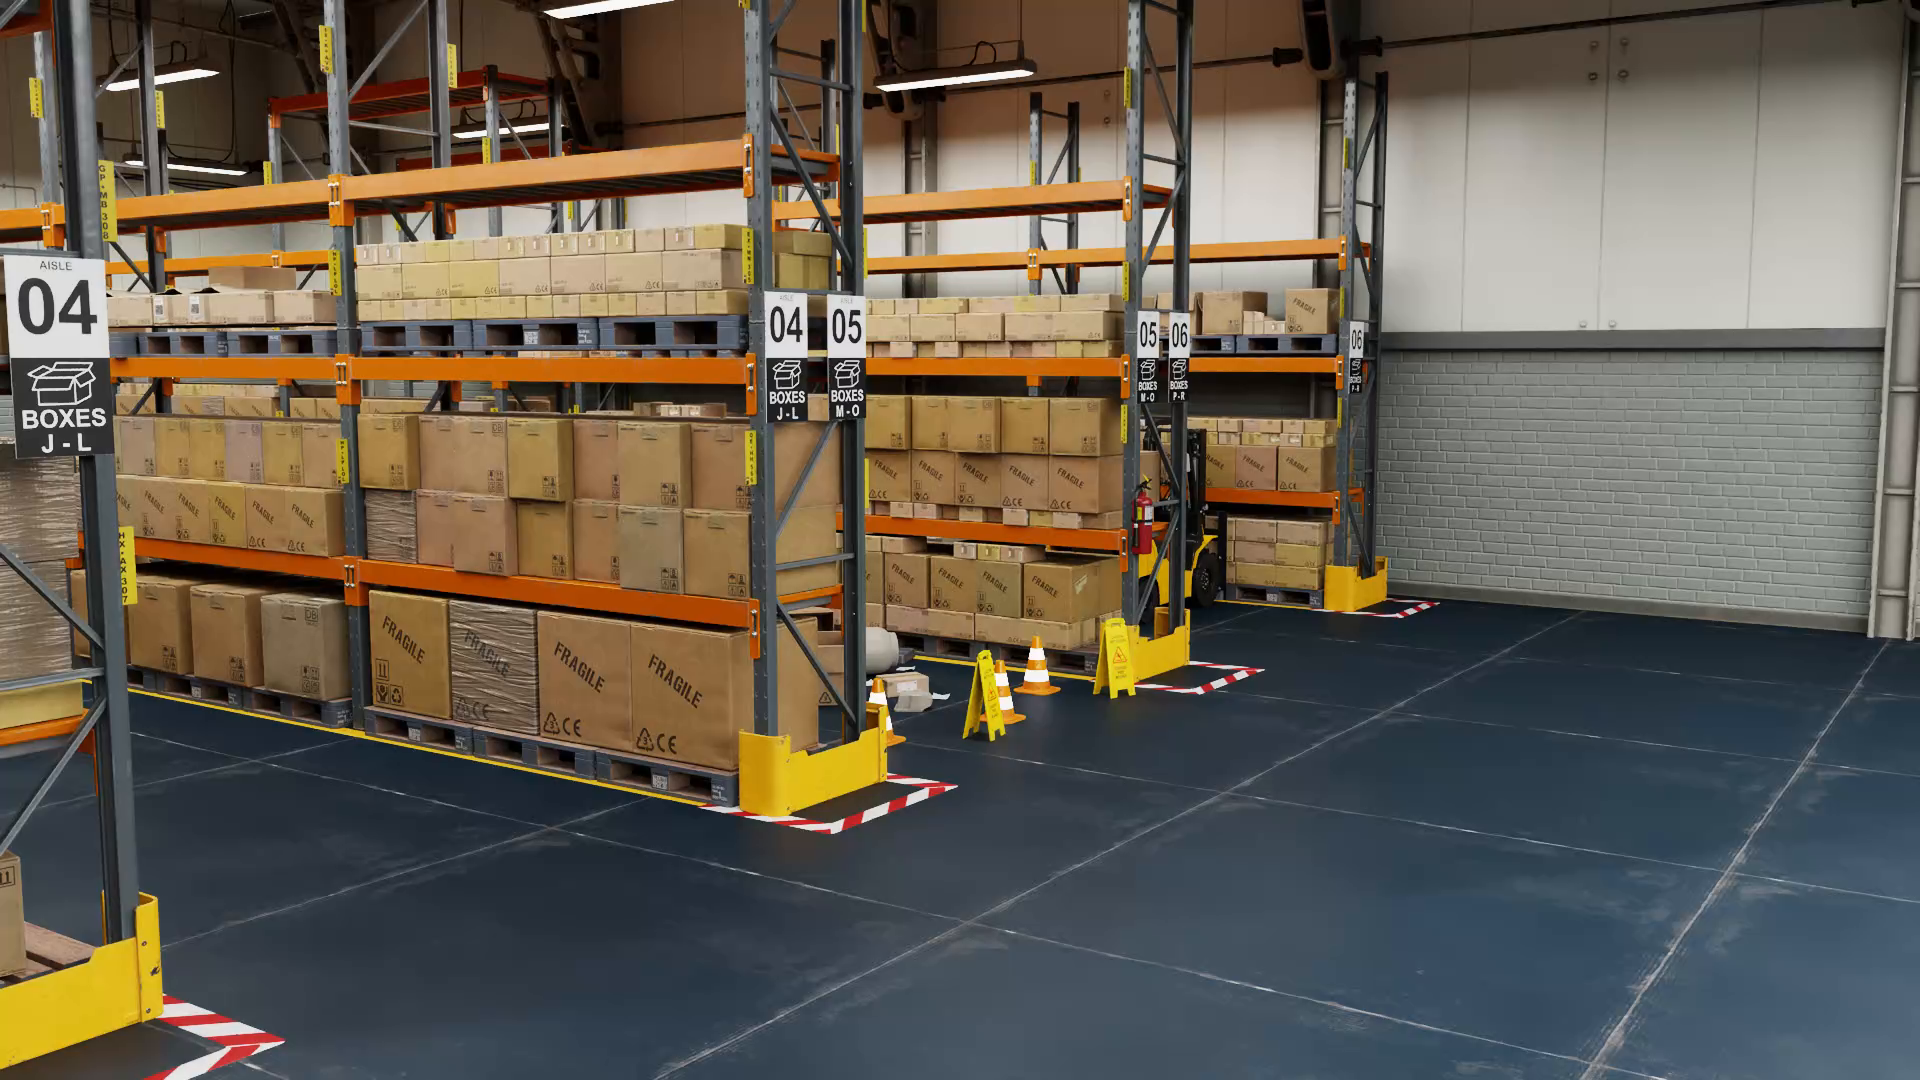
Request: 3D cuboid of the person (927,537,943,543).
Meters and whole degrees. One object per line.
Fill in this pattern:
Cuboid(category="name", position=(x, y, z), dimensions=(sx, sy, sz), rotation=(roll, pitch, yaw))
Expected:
Cuboid(category="person", position=(-0.397, -0.052, 18.057), dimensions=(0.465, 1.770, 0.579), rotation=(4, 7, 30))
